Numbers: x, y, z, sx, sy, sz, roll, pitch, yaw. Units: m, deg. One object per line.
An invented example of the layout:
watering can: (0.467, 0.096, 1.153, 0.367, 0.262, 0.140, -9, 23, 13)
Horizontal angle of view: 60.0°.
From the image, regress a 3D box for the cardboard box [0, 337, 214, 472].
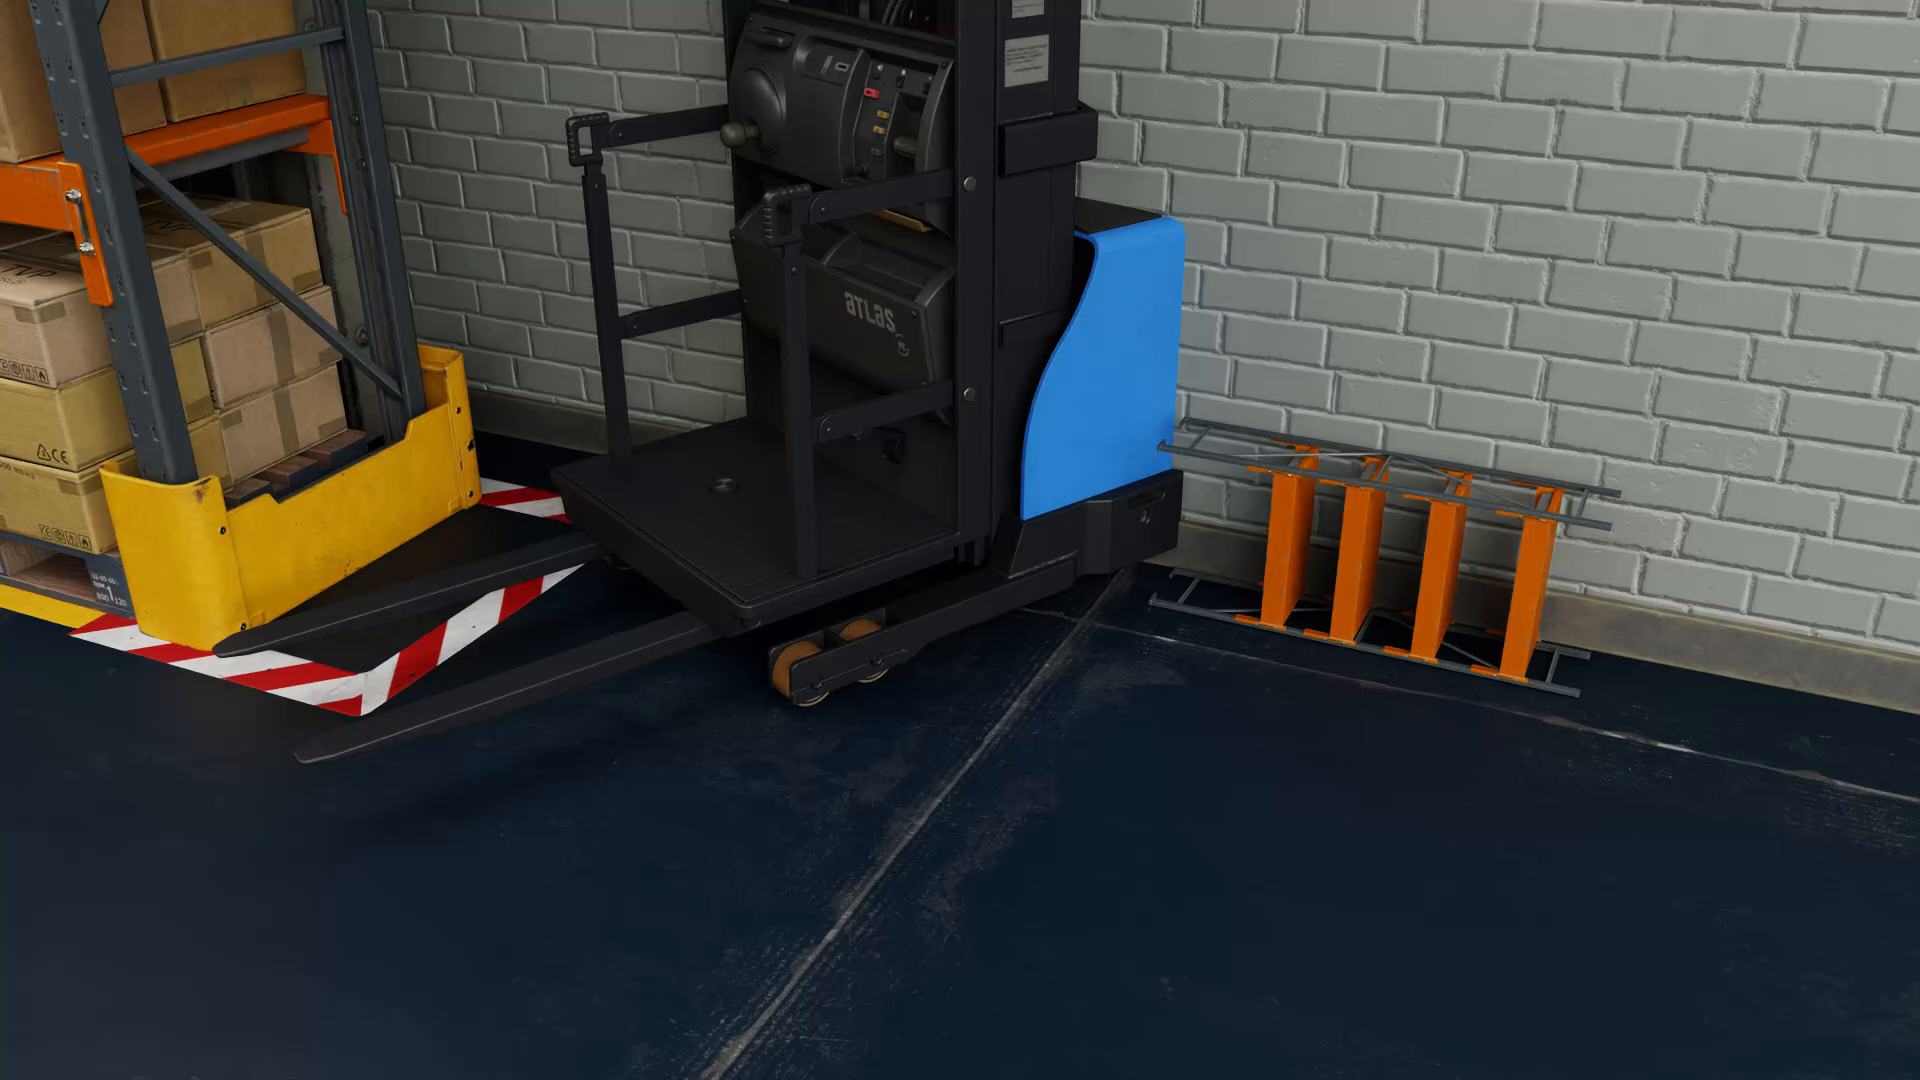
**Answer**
cardboard box: (-2.561, -0.440, 4.820, 0.500, 0.250, 0.500, 11, 28, 21)

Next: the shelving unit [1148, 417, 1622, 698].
shelving unit: (1.143, 0.029, 4.606, 1.200, 0.503, 0.258, 12, 29, 23)

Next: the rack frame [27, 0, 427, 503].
rack frame: (-1.989, -1.298, 4.490, 0.127, 3.000, 1.000, 11, 28, 22)

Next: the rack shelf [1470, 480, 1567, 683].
rack shelf: (1.497, 0.104, 4.454, 0.148, 0.480, 0.258, 12, 29, 23)

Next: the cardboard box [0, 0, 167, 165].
cardboard box: (-2.546, -1.327, 4.436, 0.500, 0.500, 0.500, 11, 28, 21)

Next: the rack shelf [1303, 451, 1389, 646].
rack shelf: (1.082, 0.017, 4.632, 0.148, 0.480, 0.258, 12, 29, 23)

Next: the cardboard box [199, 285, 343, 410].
cardboard box: (-2.331, -0.646, 5.238, 0.500, 0.250, 0.500, 12, 29, 23)

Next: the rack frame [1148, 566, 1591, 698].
rack frame: (1.143, 0.248, 4.714, 1.200, 0.015, 0.240, 12, 29, 23)

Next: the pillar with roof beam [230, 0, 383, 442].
pillar with roof beam: (-4.032, -2.748, 0.644, 0.400, 9.000, 9.100, 11, 28, 22)

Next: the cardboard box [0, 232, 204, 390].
cardboard box: (-2.537, -0.660, 4.700, 0.500, 0.250, 0.500, 12, 29, 24)

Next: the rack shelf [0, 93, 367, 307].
rack shelf: (-3.810, -1.341, 5.392, 4.000, 0.370, 1.077, 11, 28, 22)

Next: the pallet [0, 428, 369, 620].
pallet: (-2.702, -0.170, 5.356, 1.213, 0.211, 1.003, 11, 28, 22)

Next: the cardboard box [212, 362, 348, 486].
cardboard box: (-2.355, -0.421, 5.347, 0.500, 0.250, 0.500, 11, 28, 22)

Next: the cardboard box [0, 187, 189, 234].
cardboard box: (-2.805, -0.955, 5.299, 0.500, 0.250, 0.500, 11, 28, 22)

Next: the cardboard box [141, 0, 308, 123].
cardboard box: (-2.325, -1.545, 4.879, 0.500, 0.500, 0.500, 12, 29, 23)

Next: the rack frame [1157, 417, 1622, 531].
rack frame: (1.143, -0.190, 4.498, 1.200, 0.015, 0.240, 12, 29, 23)

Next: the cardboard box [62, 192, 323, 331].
cardboard box: (-2.348, -0.865, 5.117, 0.500, 0.250, 0.500, 11, 28, 21)

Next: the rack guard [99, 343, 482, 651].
rack guard: (-1.967, -0.172, 5.033, 0.348, 0.500, 1.175, 11, 28, 22)

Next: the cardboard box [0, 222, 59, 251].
cardboard box: (-3.005, -0.751, 4.885, 0.500, 0.250, 0.500, 12, 29, 23)

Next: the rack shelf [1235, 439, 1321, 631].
rack shelf: (0.903, -0.021, 4.709, 0.148, 0.480, 0.258, 12, 29, 23)

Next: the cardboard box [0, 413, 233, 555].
cardboard box: (-2.548, -0.211, 4.921, 0.500, 0.250, 0.500, 12, 28, 22)

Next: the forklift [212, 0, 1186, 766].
forklift: (-0.494, -1.143, 4.253, 3.031, 2.935, 1.130, -19, 32, -34)

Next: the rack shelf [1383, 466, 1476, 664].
rack shelf: (1.284, 0.059, 4.545, 0.148, 0.480, 0.258, 12, 29, 23)
